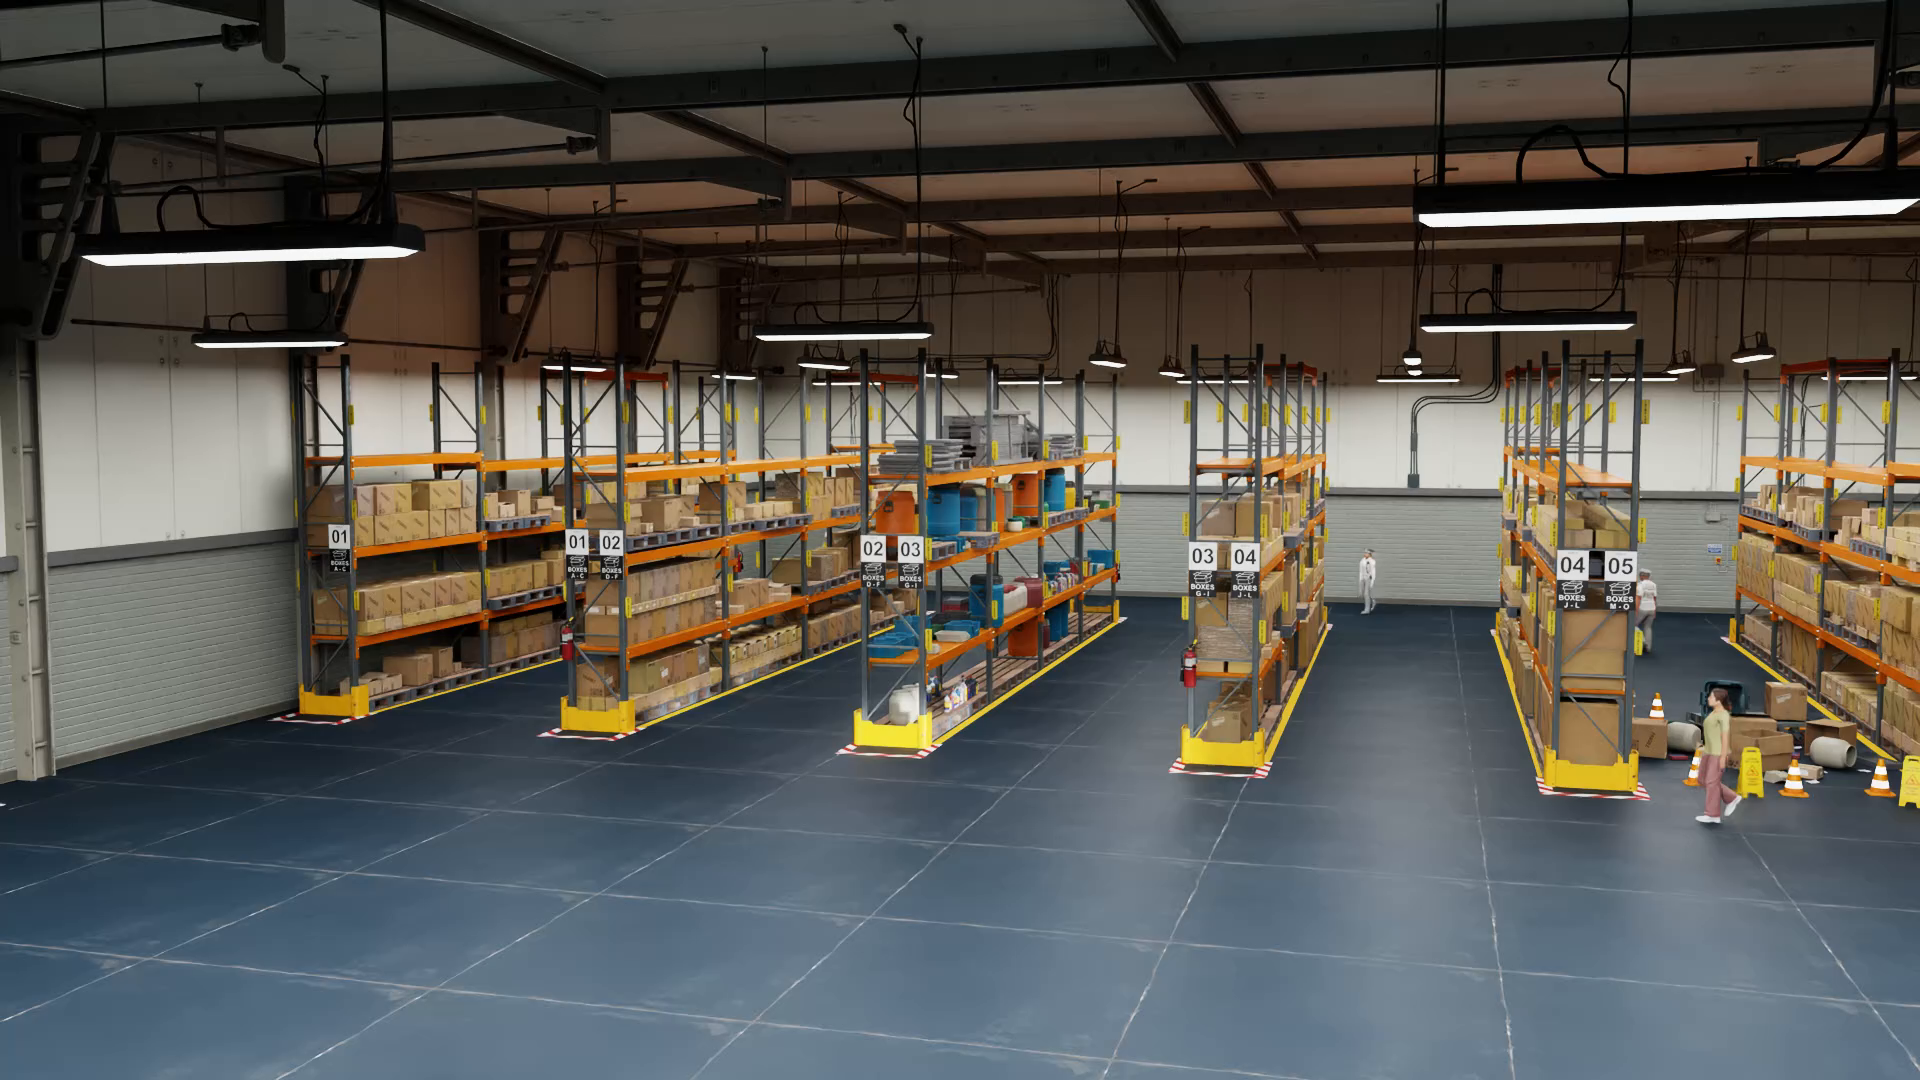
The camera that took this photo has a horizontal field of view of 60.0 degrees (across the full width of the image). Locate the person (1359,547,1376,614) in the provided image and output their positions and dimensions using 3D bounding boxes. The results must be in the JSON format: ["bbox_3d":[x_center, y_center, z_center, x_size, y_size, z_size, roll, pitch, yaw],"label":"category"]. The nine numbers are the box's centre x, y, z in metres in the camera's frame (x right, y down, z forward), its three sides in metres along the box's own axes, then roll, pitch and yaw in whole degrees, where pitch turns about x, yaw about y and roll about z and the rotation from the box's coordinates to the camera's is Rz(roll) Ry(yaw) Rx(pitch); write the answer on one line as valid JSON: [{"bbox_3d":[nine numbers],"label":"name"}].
[{"bbox_3d":[10.287,1.010,41.851,0.571,1.672,0.493,-2,5,-27],"label":"person"}]

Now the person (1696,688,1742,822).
[{"bbox_3d":[9.325,2.631,20.358,0.593,1.659,0.439,0,4,1],"label":"person"}]

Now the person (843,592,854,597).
[{"bbox_3d":[-3.369,0.689,45.905,1.082,1.719,0.531,2,5,22],"label":"person"}]

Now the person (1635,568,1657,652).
[{"bbox_3d":[14.466,1.489,35.098,0.587,1.763,0.481,-2,5,-22],"label":"person"}]
